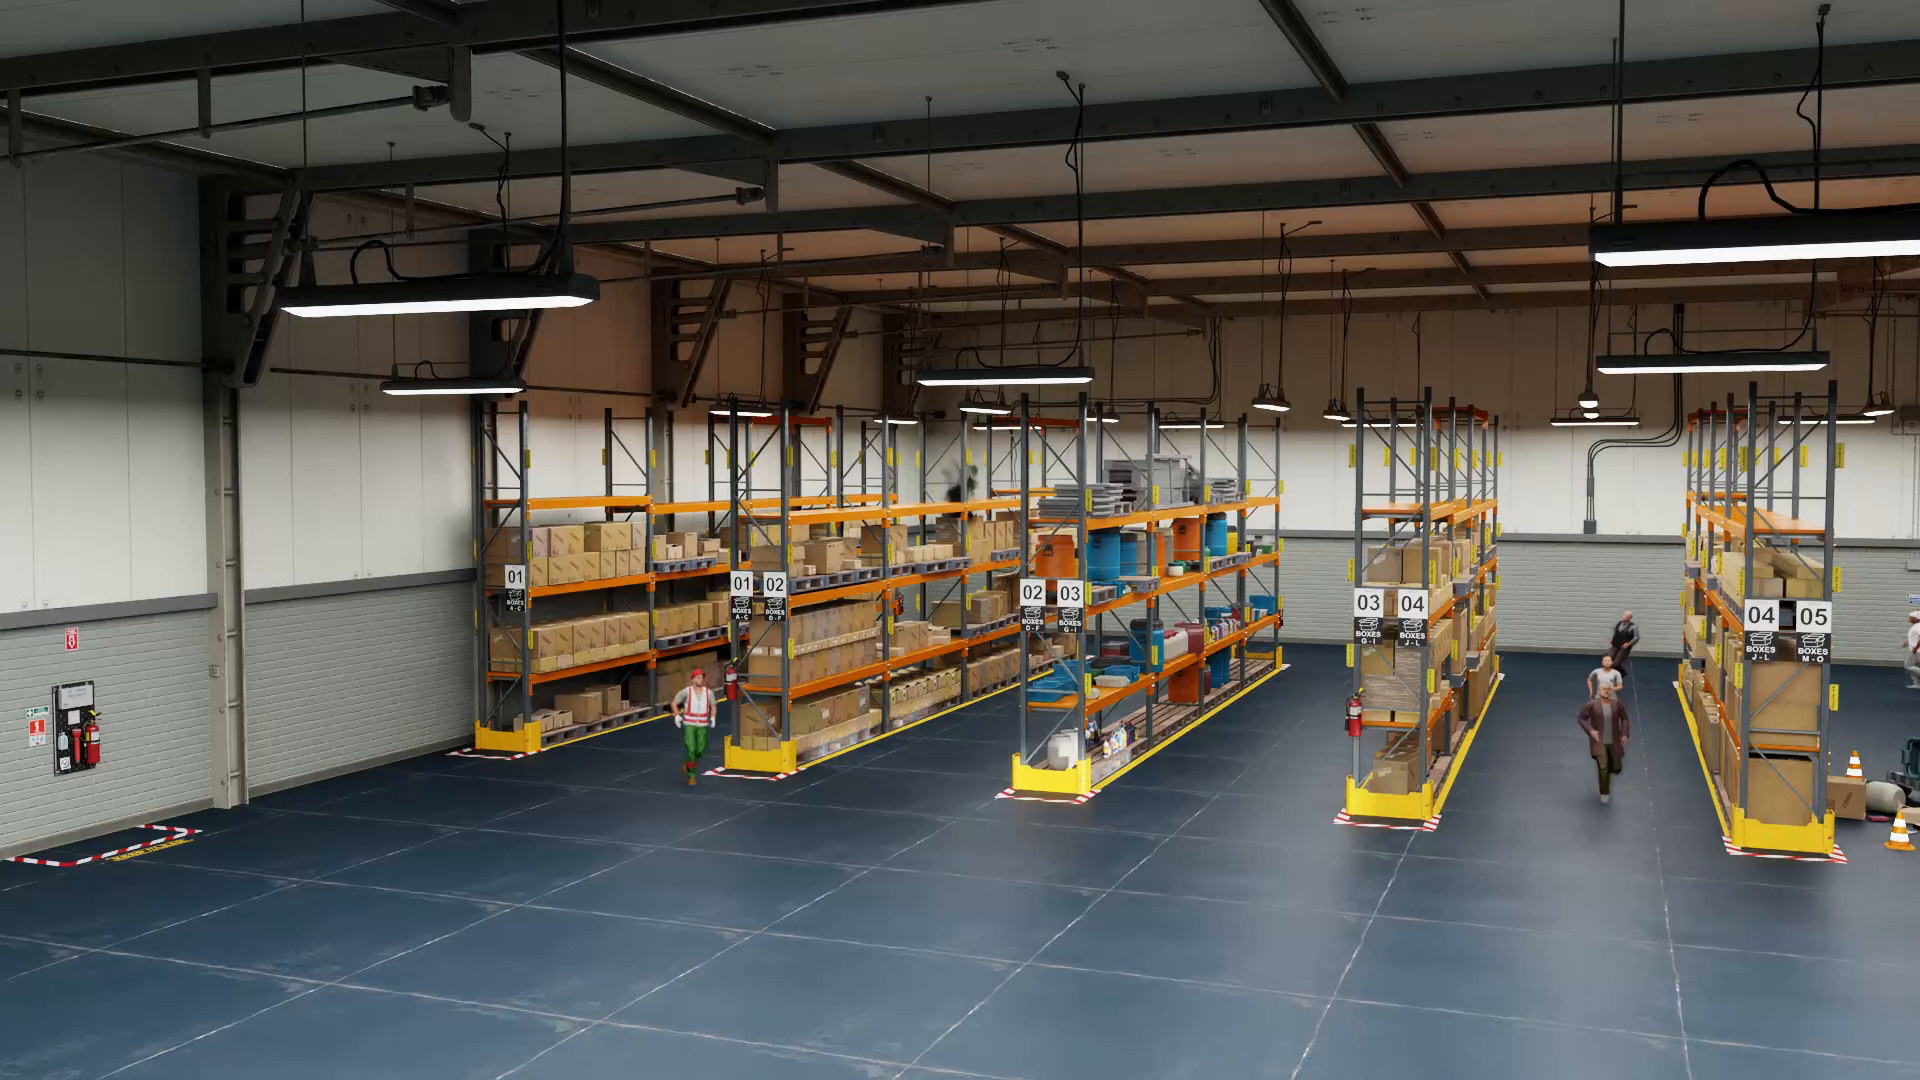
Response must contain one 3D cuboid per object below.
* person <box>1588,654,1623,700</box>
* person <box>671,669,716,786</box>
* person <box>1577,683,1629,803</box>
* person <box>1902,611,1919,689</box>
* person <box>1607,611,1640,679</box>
[{"bbox_3d":[11.035,2.803,28.433,0.539,1.642,0.688,1,3,15],"label":"person"},{"bbox_3d":[-4.102,2.885,25.779,0.702,1.755,0.655,-1,3,-22],"label":"person"},{"bbox_3d":[9.491,2.959,24.523,0.730,1.724,0.717,0,3,3],"label":"person"},{"bbox_3d":[20.798,2.395,36.112,0.623,1.720,0.744,2,3,33],"label":"person"},{"bbox_3d":[14.658,2.397,36.782,0.560,1.664,0.704,-2,3,-36],"label":"person"}]
